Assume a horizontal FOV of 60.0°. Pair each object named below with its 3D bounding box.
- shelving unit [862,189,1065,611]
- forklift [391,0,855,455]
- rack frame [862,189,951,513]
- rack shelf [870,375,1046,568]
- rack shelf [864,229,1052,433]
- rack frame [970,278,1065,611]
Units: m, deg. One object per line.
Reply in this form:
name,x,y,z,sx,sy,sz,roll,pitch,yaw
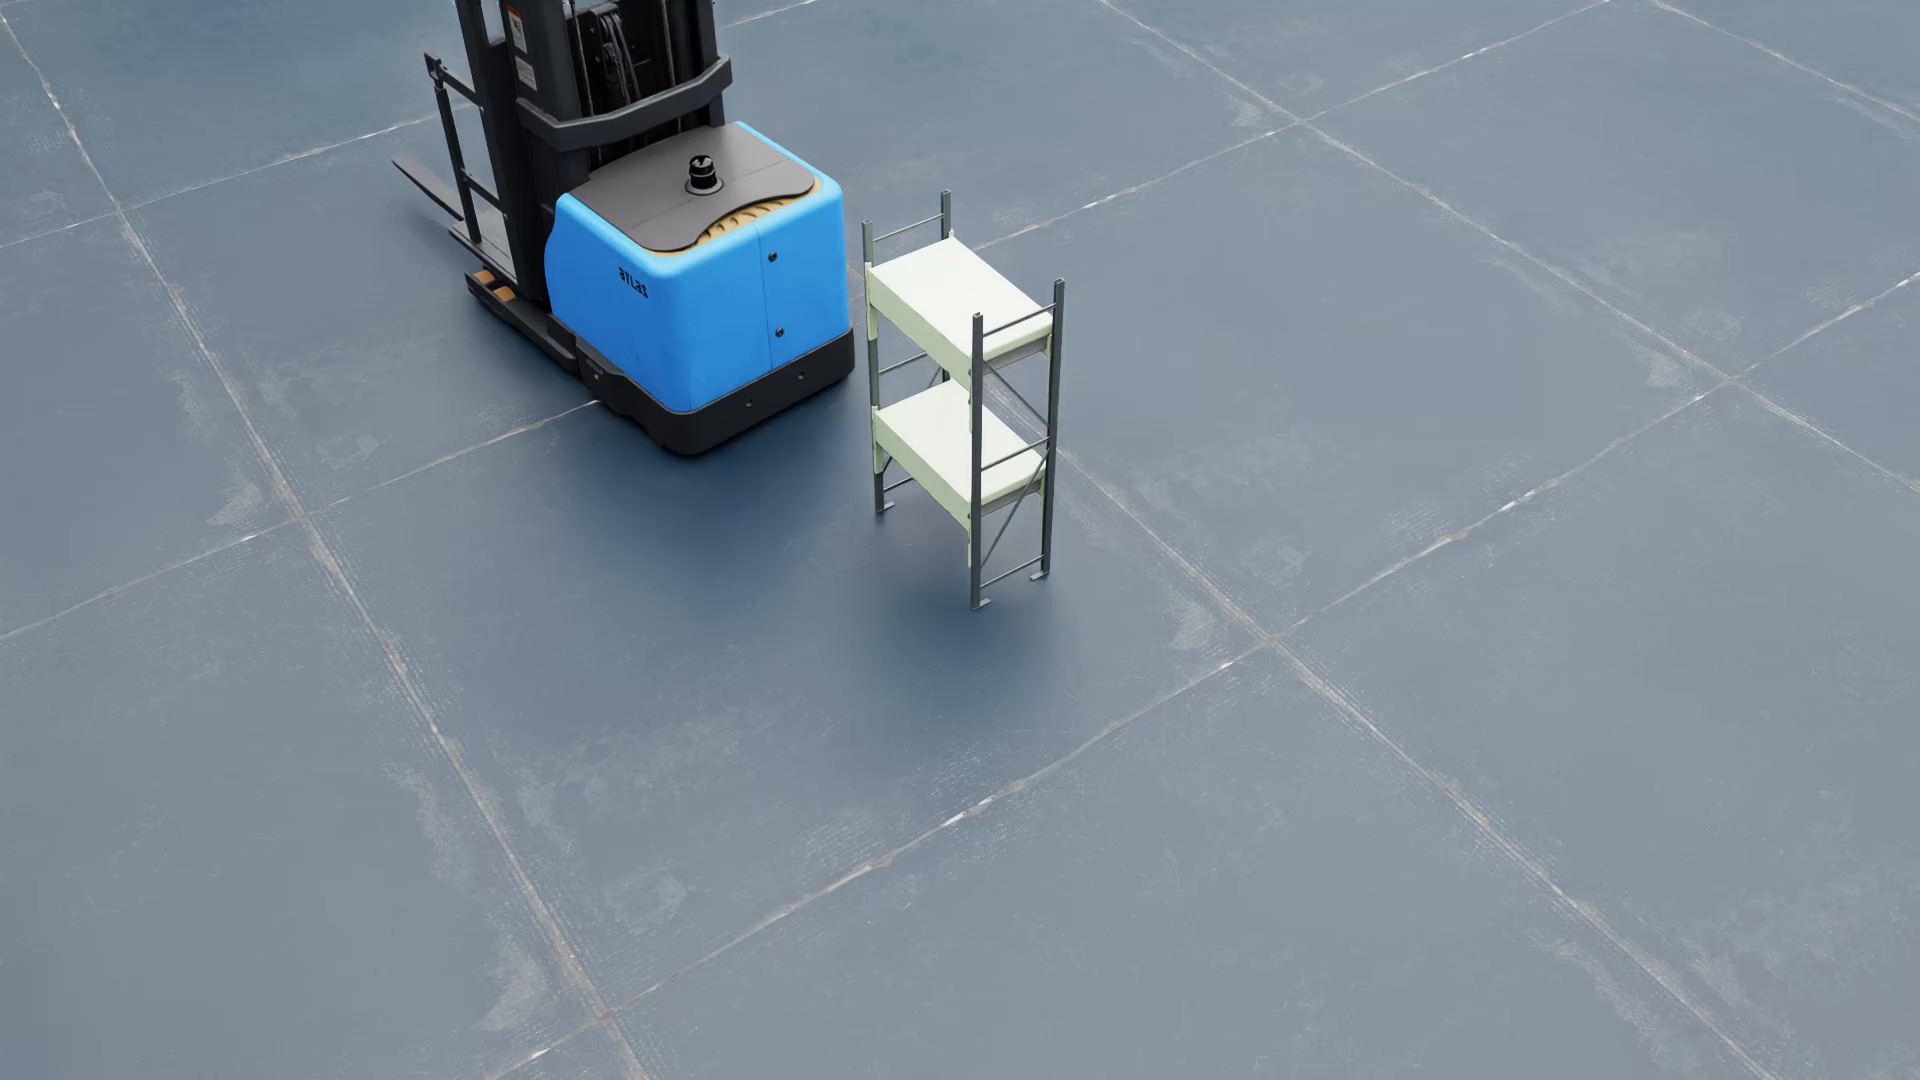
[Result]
shelving unit,0.004,-0.539,6.719,0.431,1.500,0.755,-26,49,-24
forklift,-1.864,-2.382,7.614,1.130,2.935,3.031,-32,52,-29
rack frame,-0.206,-0.746,6.936,0.400,1.500,0.023,-26,49,-24
rack shelf,0.004,-0.303,6.944,0.431,0.370,0.720,-26,49,-24
rack shelf,0.004,-0.821,6.450,0.431,0.370,0.720,-26,49,-24
rack frame,0.213,-0.331,6.502,0.400,1.500,0.023,-26,49,-24
